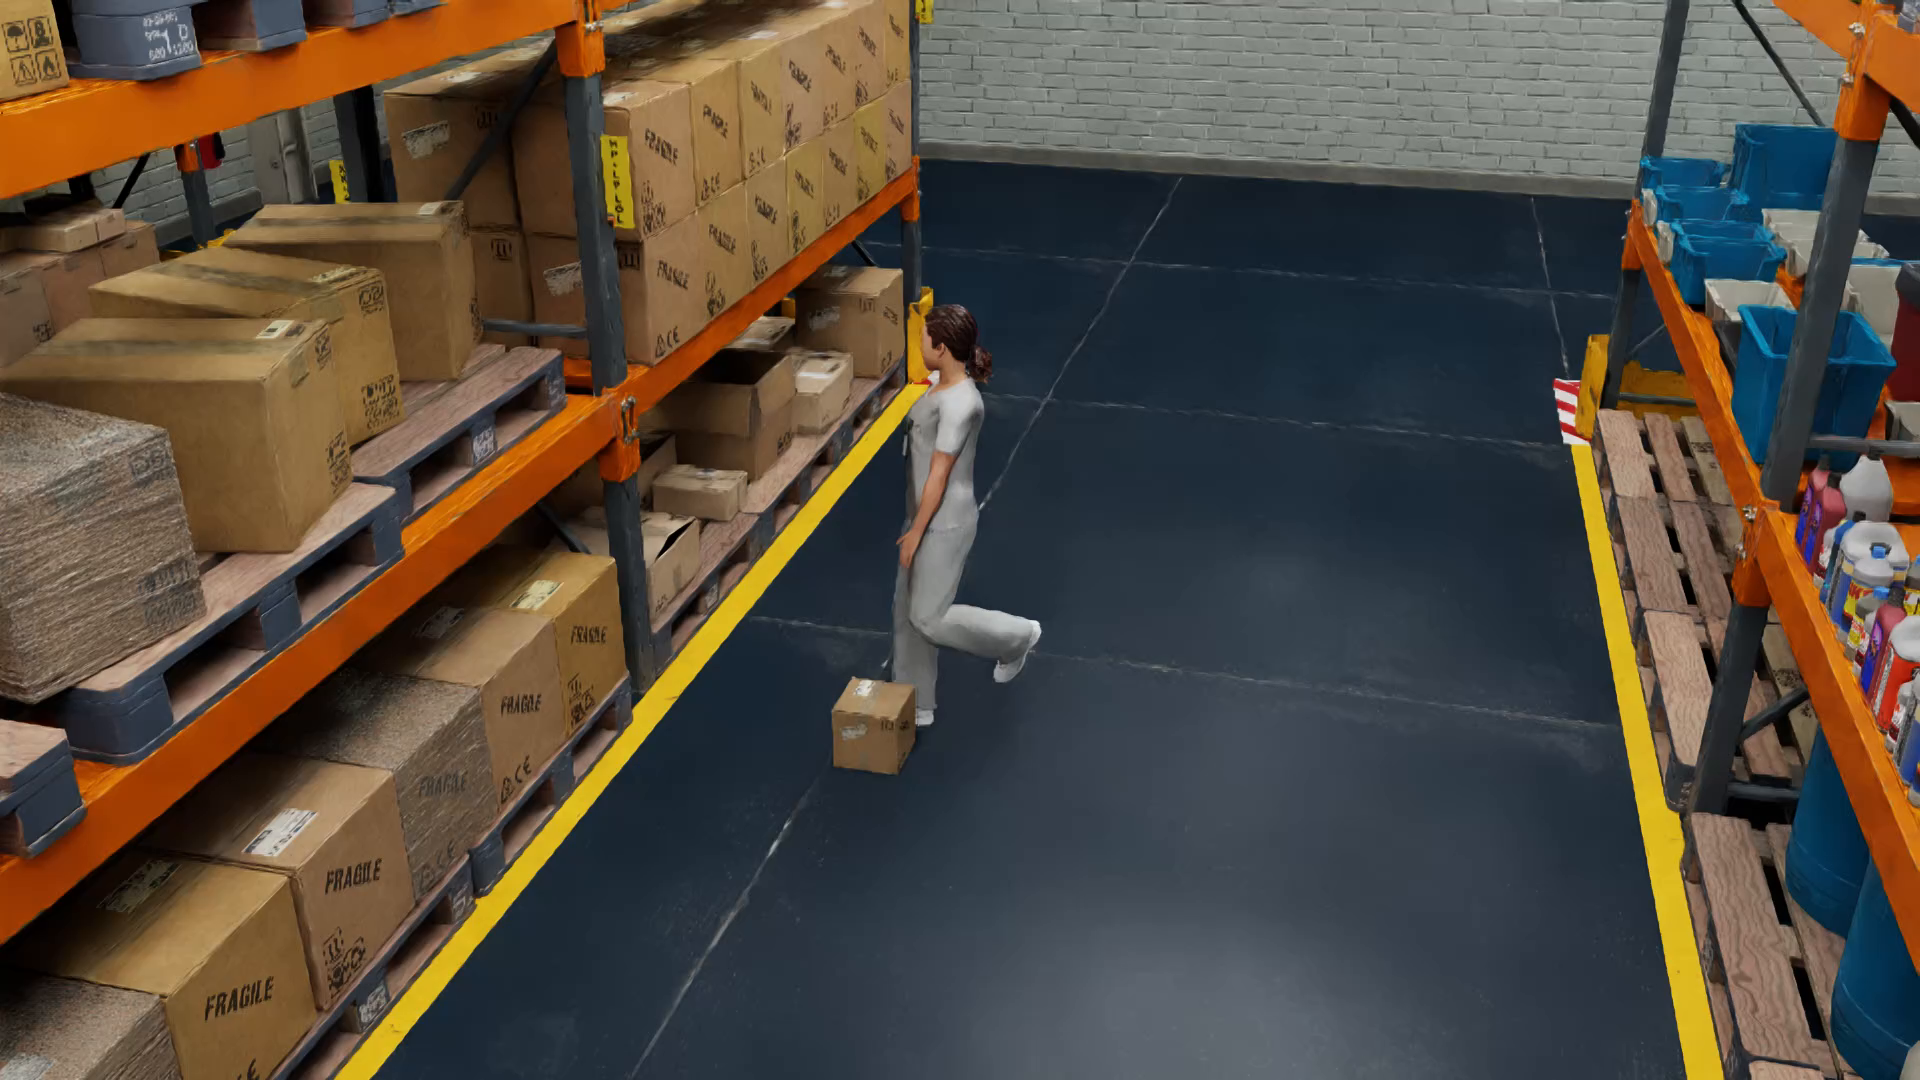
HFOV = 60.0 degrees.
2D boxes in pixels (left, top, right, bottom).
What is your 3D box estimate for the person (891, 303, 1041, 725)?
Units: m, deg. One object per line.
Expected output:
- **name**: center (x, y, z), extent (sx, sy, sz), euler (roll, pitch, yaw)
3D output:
- **person**: center (-0.062, -0.082, 6.312), extent (0.740, 1.647, 0.488), euler (-5, 26, -11)
